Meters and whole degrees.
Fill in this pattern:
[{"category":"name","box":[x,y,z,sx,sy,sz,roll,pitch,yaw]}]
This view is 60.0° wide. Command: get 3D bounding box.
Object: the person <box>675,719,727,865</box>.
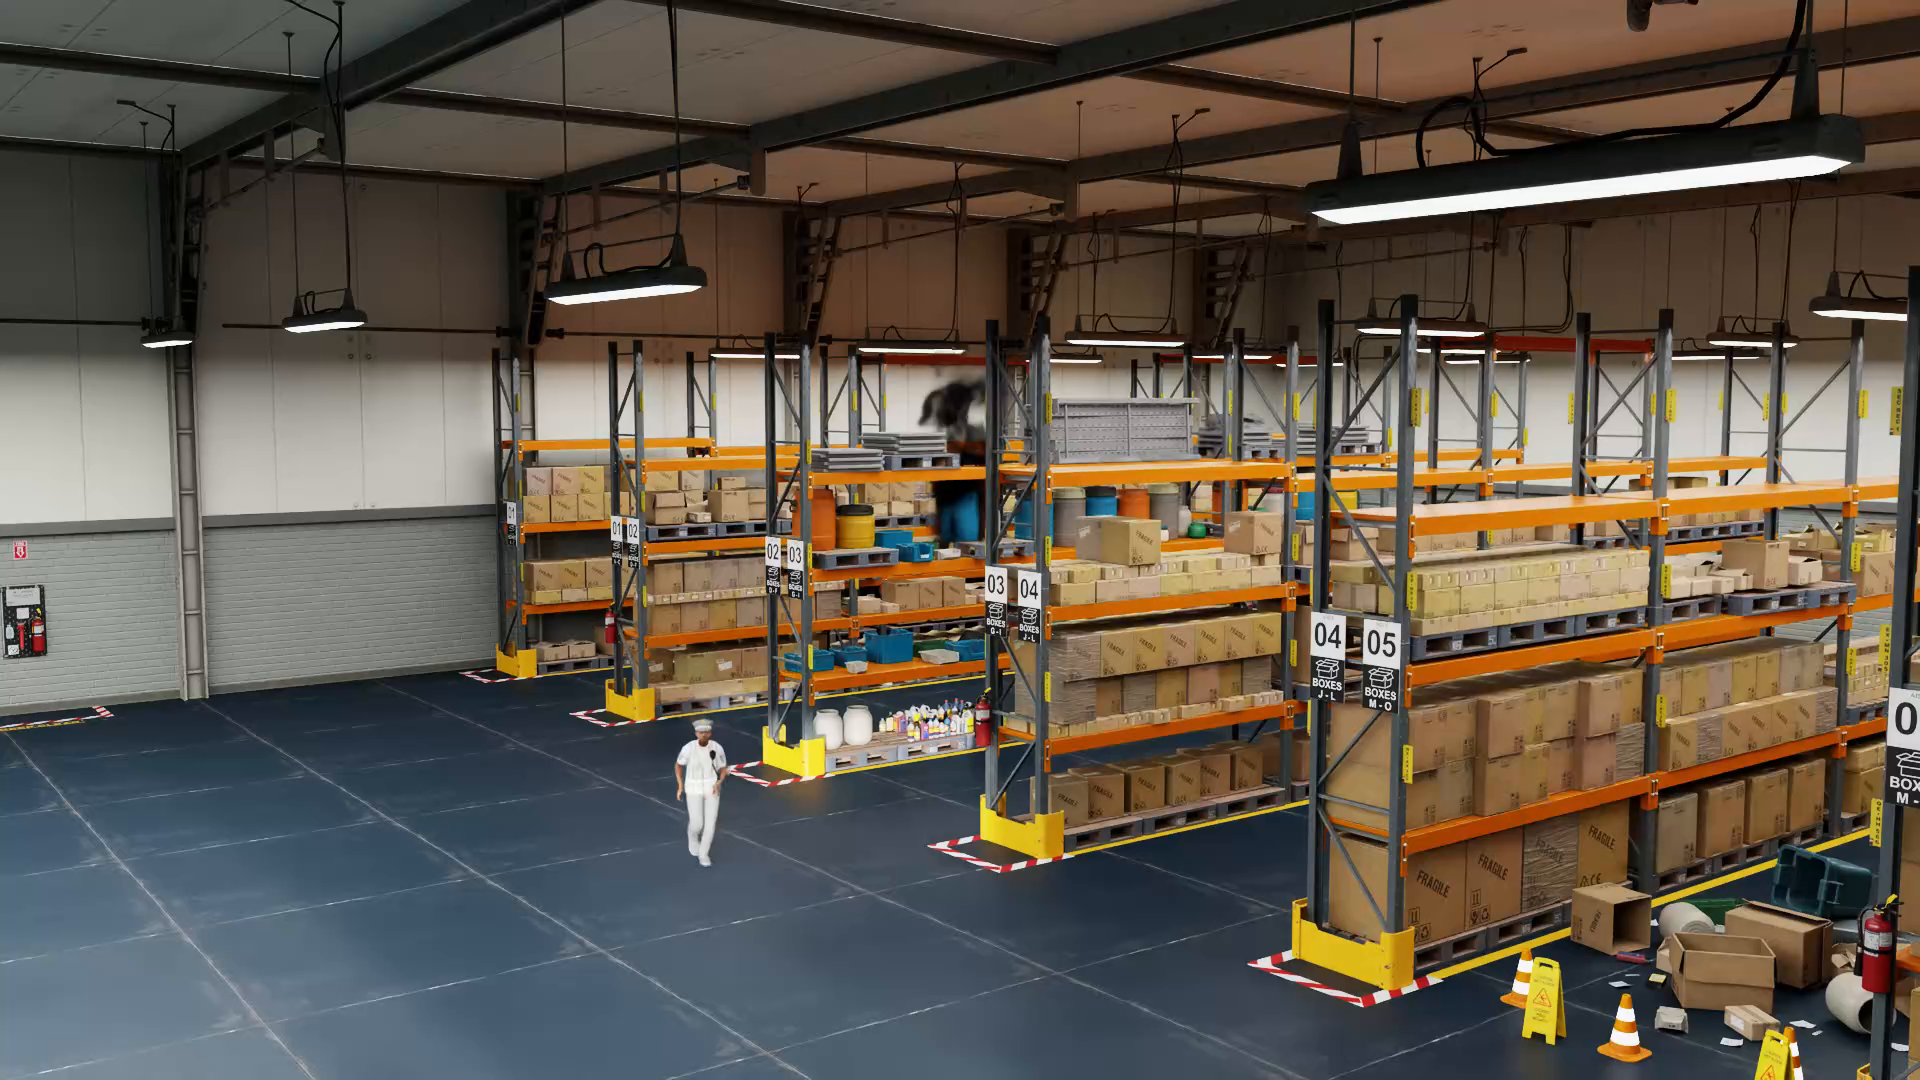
[{"category":"person","box":[-2.811,2.756,18.139,0.558,1.646,0.589,-1,5,-14]}]
